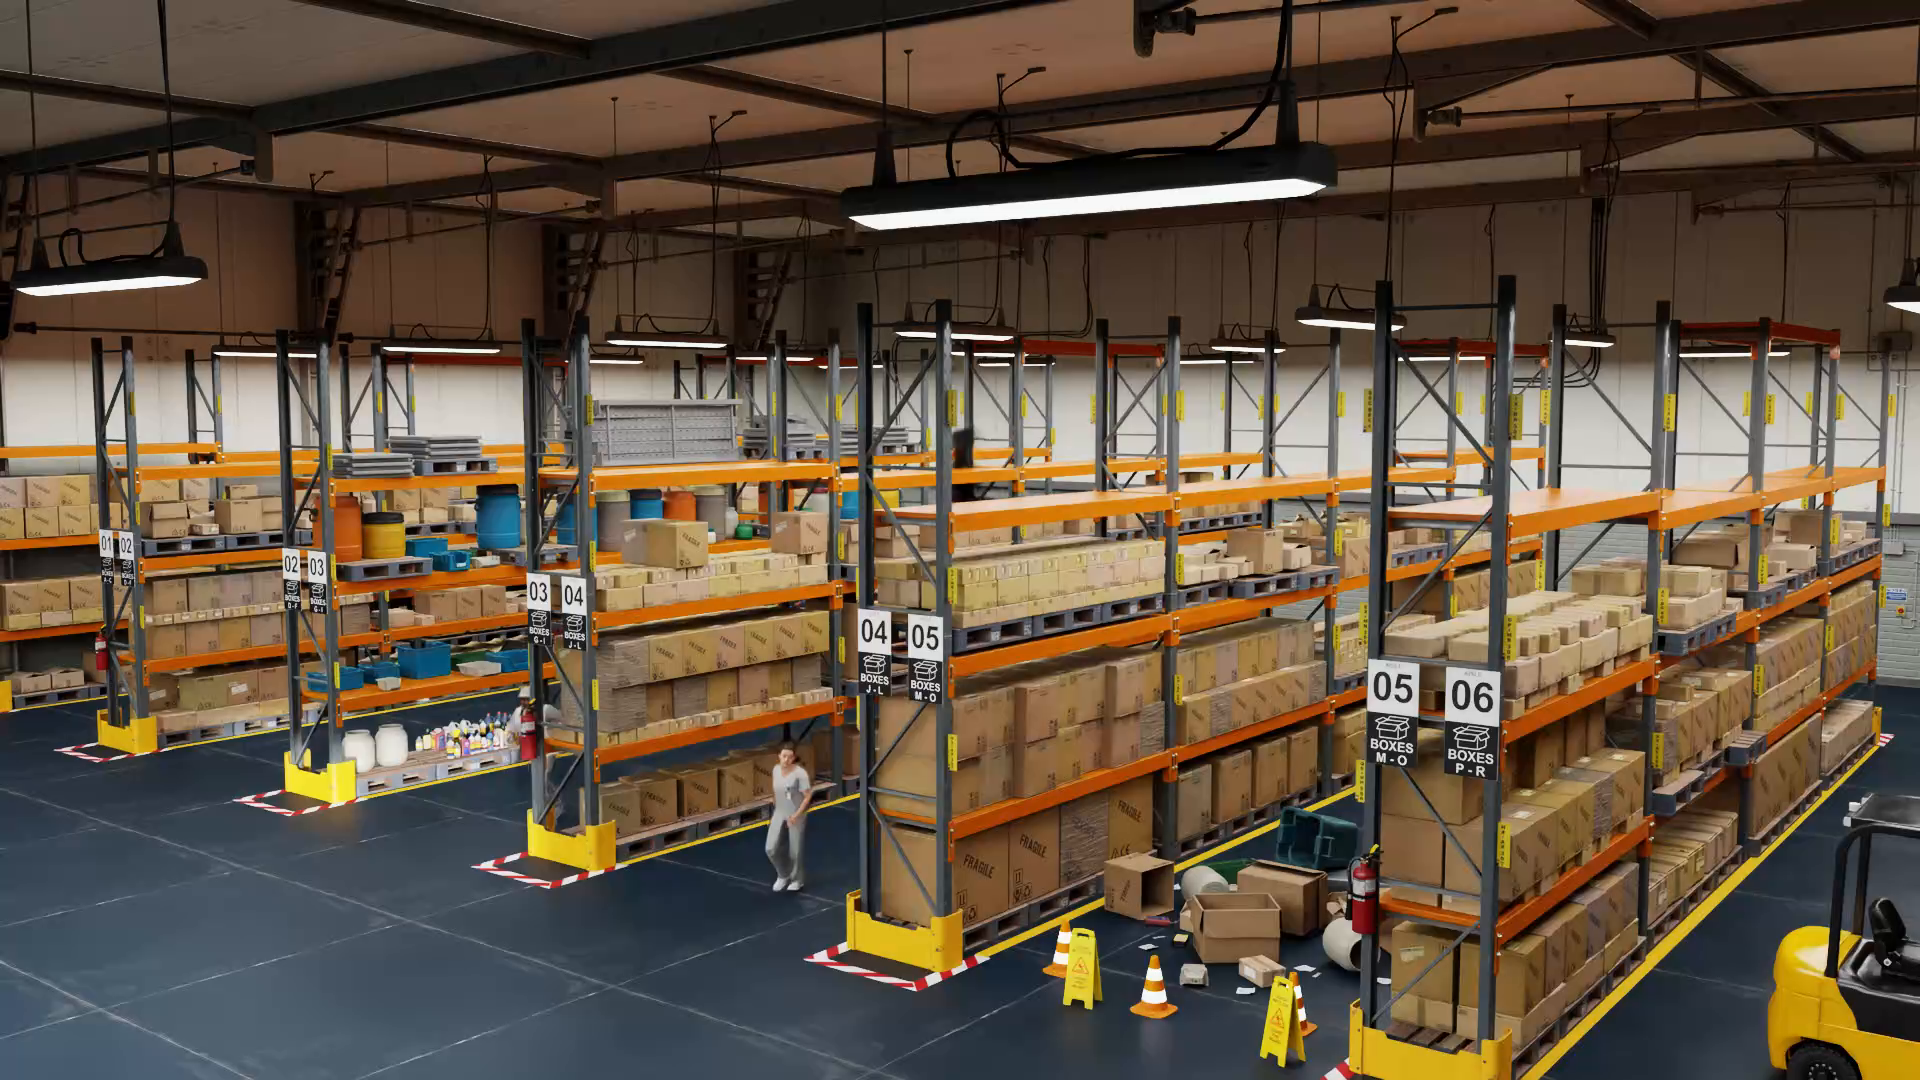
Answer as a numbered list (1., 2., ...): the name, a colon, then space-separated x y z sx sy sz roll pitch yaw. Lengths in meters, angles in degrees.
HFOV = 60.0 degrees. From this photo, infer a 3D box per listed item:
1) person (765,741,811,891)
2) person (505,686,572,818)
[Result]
1. person: -1.751 2.858 17.087 0.546 1.617 0.755 2 5 18
2. person: -5.008 2.580 19.837 0.709 1.733 0.994 2 5 23
